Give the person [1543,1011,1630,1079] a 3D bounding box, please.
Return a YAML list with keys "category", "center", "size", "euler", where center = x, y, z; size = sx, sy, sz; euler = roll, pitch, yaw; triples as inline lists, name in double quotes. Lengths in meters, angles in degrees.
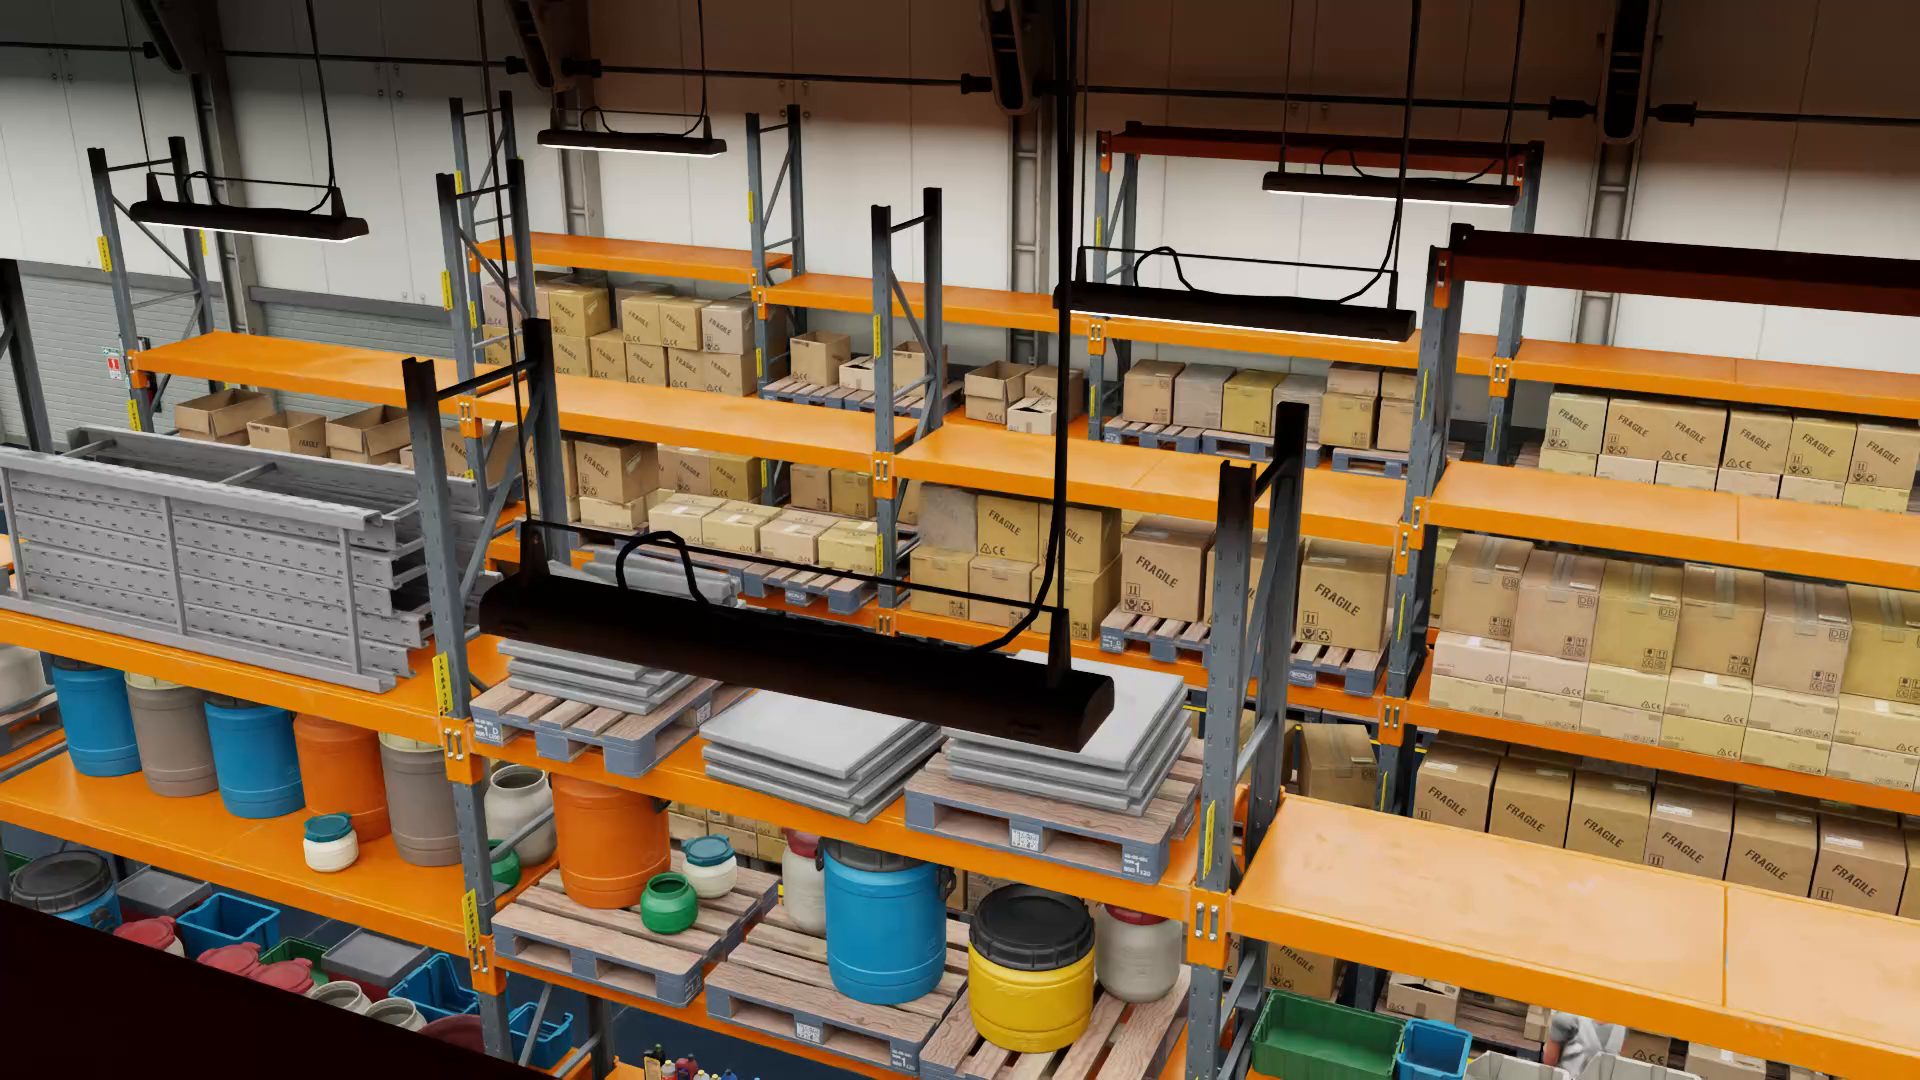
- category: "person"
  center: [4.036, 3.499, 10.832]
  size: [0.599, 1.792, 0.485]
  euler: [-4, 21, -11]
